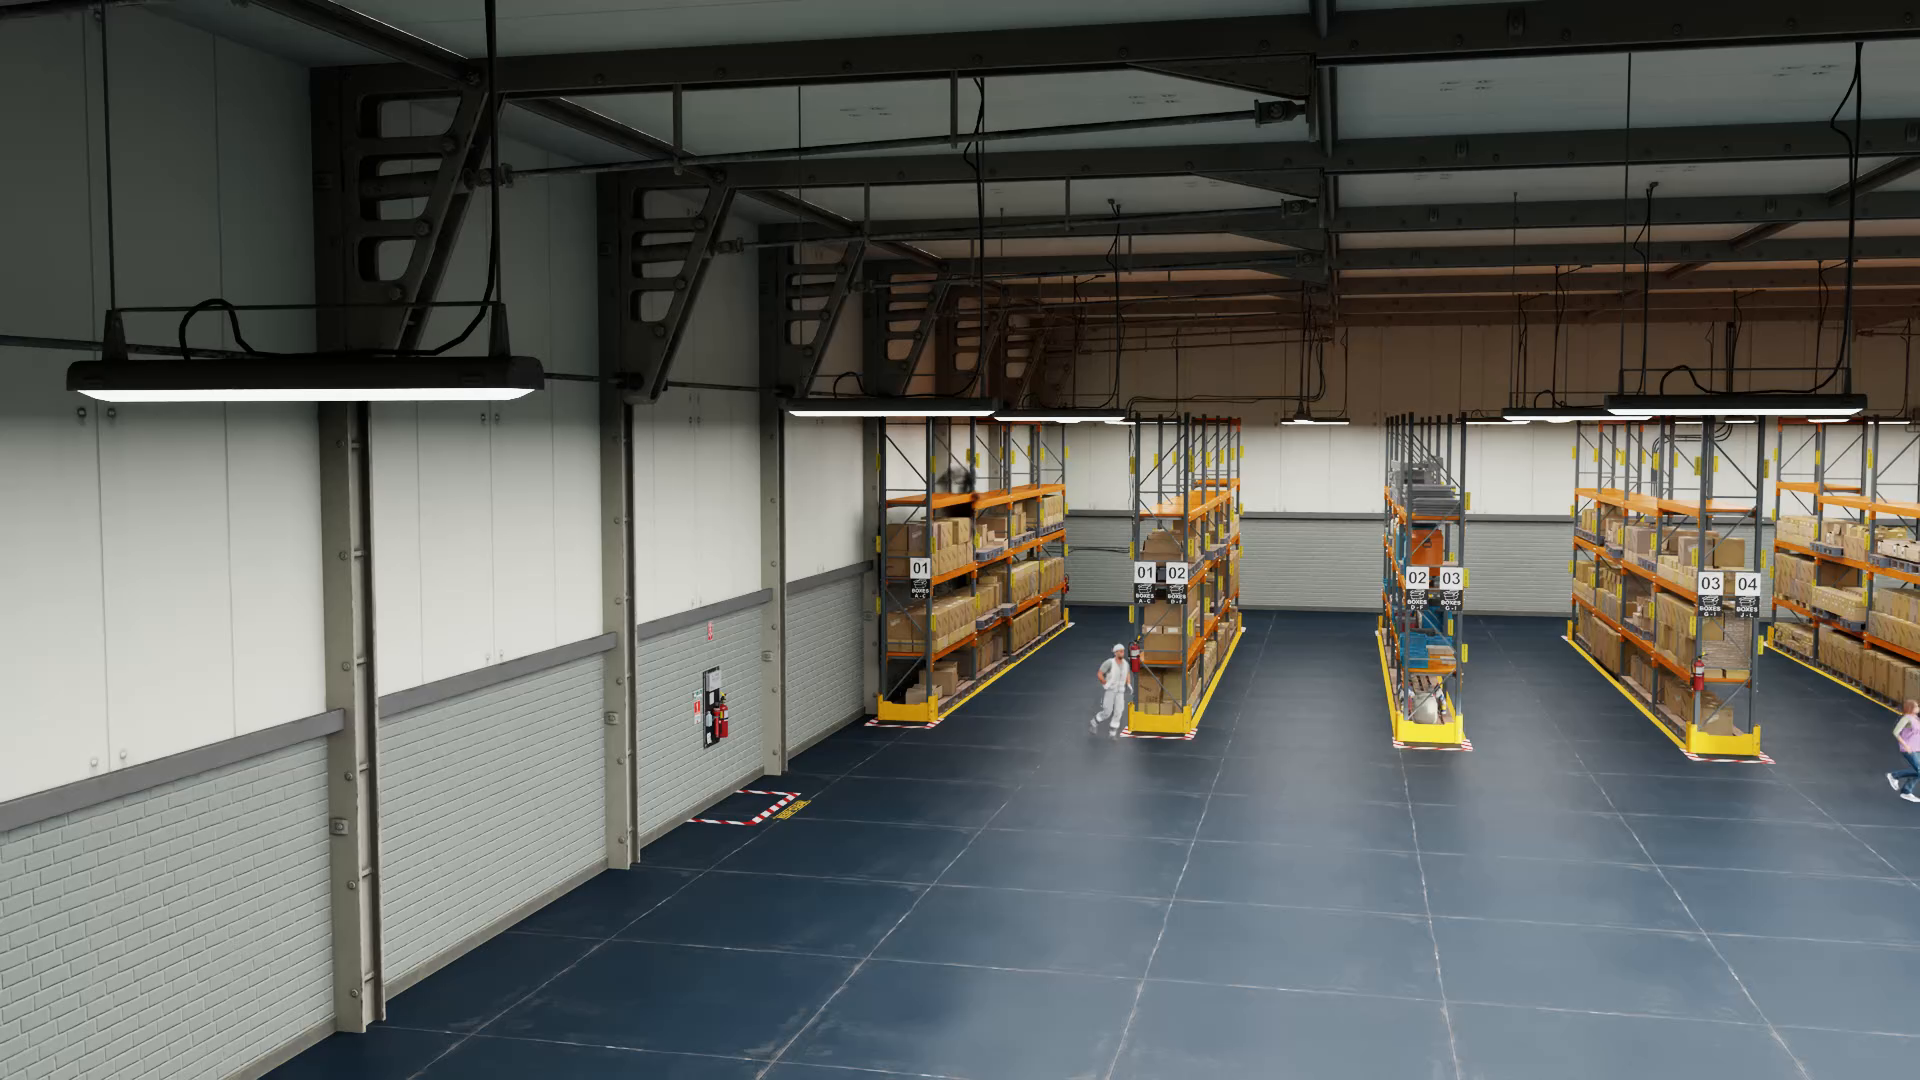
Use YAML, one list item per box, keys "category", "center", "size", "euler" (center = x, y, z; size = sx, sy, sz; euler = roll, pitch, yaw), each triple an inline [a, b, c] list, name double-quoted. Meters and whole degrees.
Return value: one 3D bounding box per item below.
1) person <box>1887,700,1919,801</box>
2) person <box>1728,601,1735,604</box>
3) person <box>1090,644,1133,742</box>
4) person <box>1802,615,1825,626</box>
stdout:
- category: "person"
  center: [14.595, 3.273, 25.554]
  size: [0.545, 1.469, 0.541]
  euler: [-3, 5, -37]
- category: "person"
  center: [19.568, 2.028, 41.849]
  size: [0.694, 1.735, 0.618]
  euler: [1, 4, 13]
- category: "person"
  center: [2.850, 2.780, 30.516]
  size: [0.722, 1.751, 0.807]
  euler: [-2, 4, -28]
- category: "person"
  center: [22.867, 1.859, 44.535]
  size: [0.712, 1.746, 0.668]
  euler: [1, 4, 10]
